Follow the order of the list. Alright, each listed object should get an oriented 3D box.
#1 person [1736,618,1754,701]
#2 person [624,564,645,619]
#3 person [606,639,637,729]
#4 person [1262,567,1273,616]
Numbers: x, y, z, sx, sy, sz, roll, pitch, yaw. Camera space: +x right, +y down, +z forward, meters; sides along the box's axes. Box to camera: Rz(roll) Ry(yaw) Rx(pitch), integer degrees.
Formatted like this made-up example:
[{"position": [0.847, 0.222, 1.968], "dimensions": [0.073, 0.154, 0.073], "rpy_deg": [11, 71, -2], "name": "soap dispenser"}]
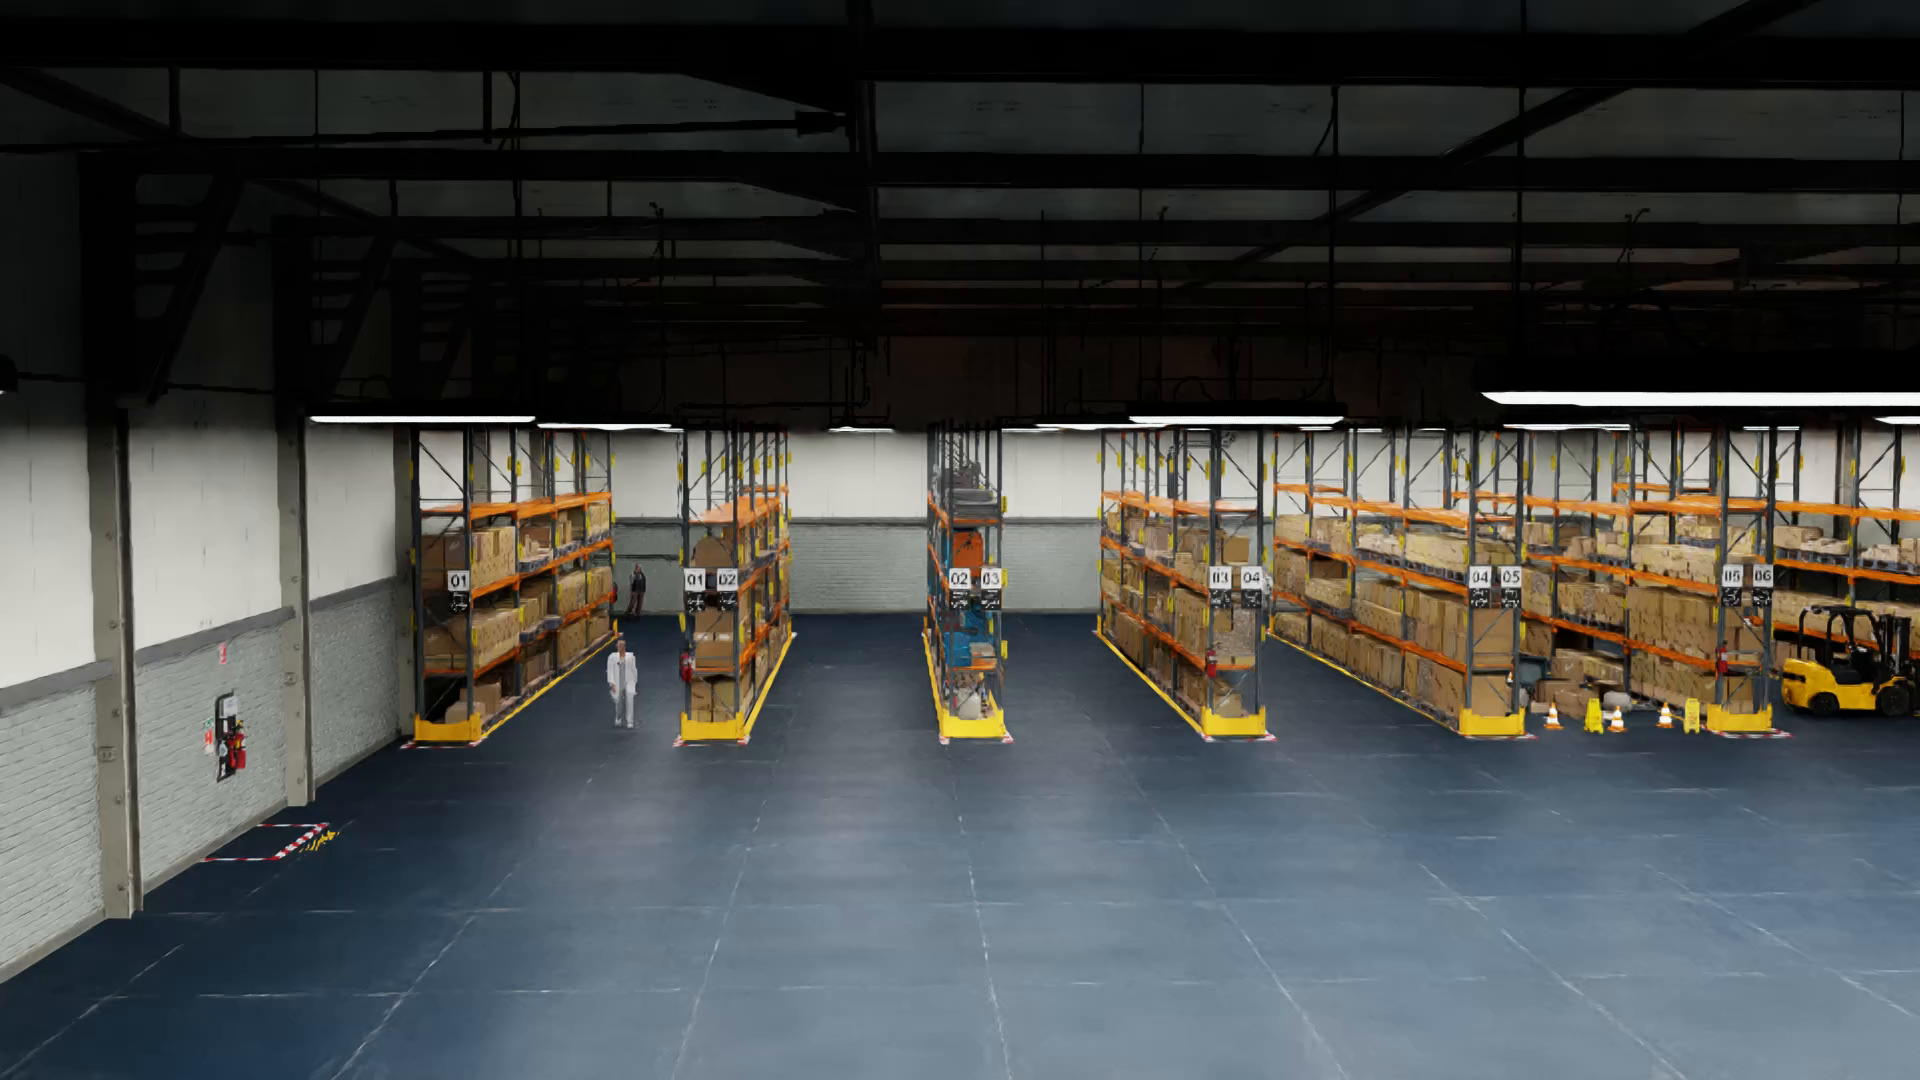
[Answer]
[{"position": [16.731, 2.546, 35.639], "dimensions": [0.547, 1.773, 0.619], "rpy_deg": [2, 4, 24], "name": "person"}, {"position": [-10.023, 1.582, 51.269], "dimensions": [0.689, 1.710, 0.509], "rpy_deg": [-3, 5, -43], "name": "person"}, {"position": [-6.560, 2.783, 32.259], "dimensions": [0.580, 1.715, 1.105], "rpy_deg": [-1, 4, -11], "name": "person"}, {"position": [9.416, 1.634, 51.242], "dimensions": [0.517, 1.613, 0.938], "rpy_deg": [1, 4, 18], "name": "person"}]
